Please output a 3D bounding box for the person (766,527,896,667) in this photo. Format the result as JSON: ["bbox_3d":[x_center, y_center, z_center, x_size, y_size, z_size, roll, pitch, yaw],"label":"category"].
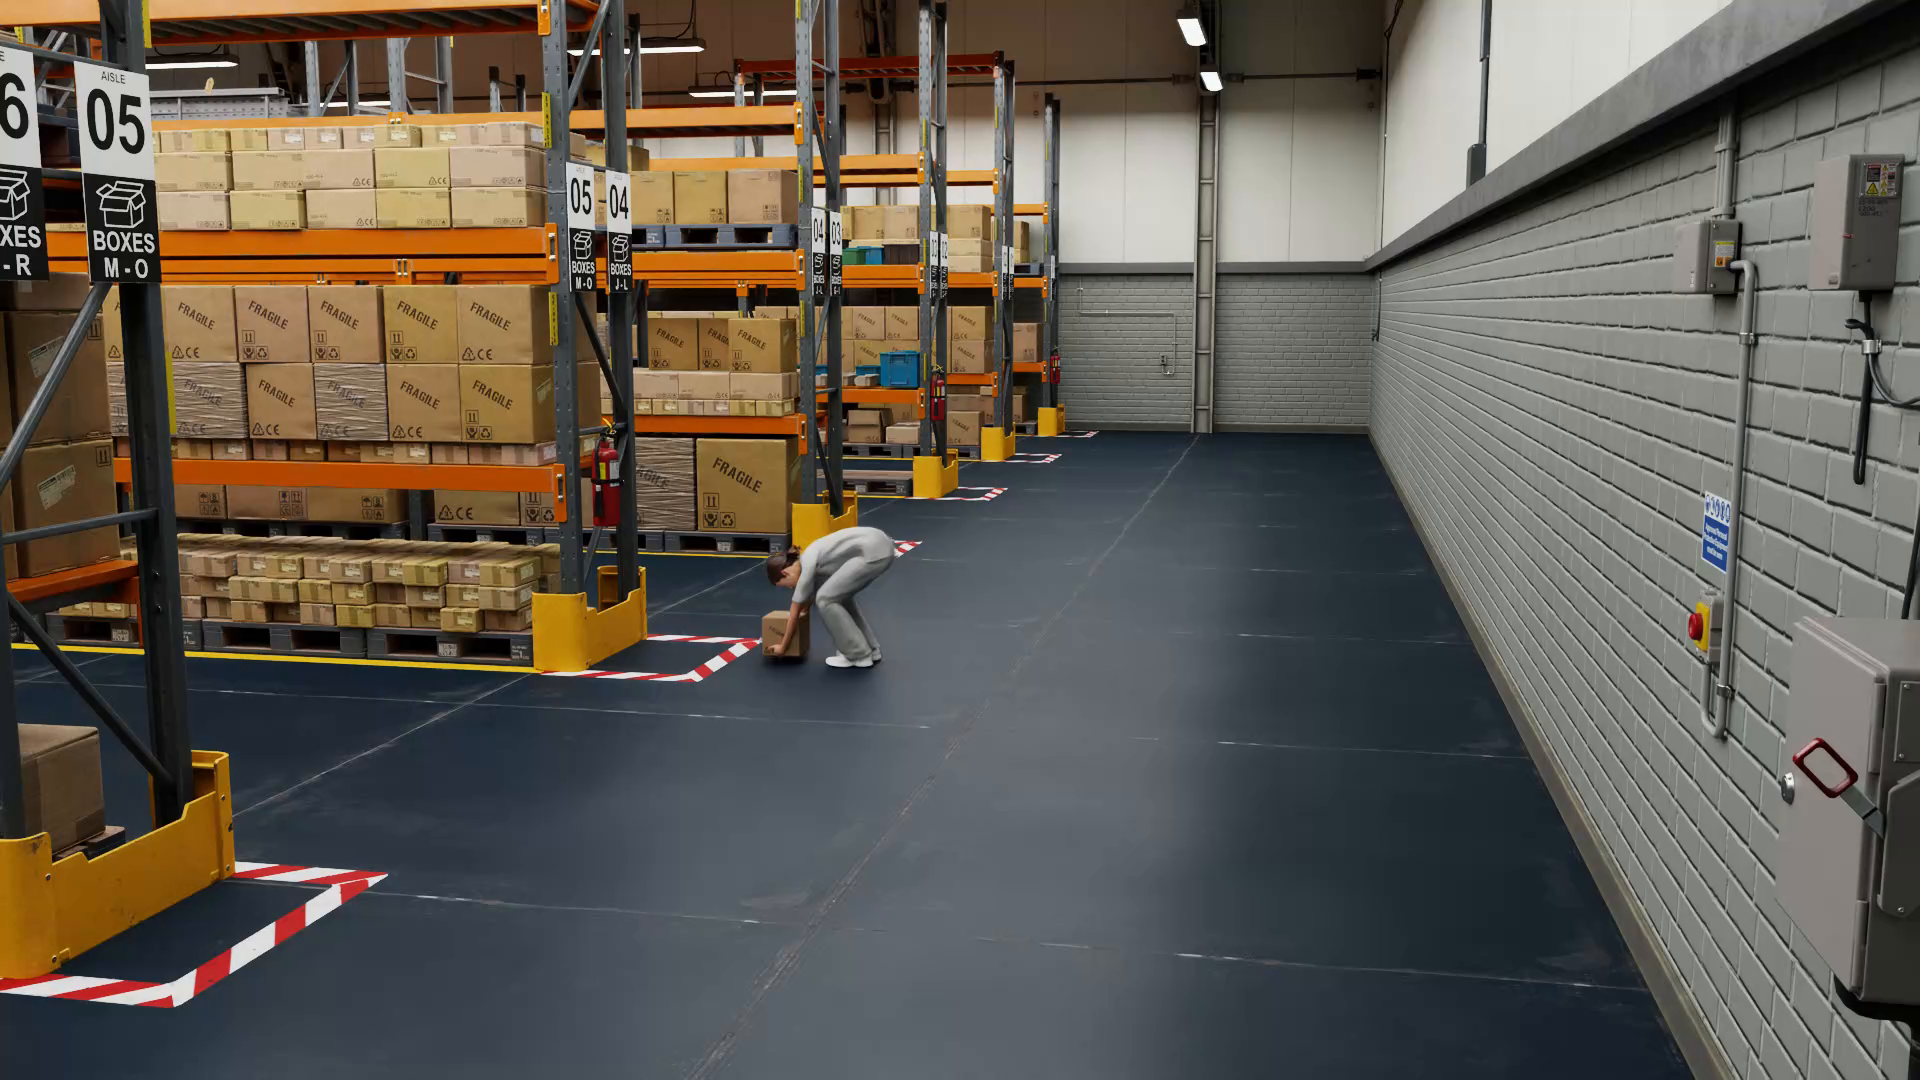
[{"bbox_3d":[-0.849,0.362,10.850,0.849,0.893,0.471,1,8,8],"label":"person"}]
